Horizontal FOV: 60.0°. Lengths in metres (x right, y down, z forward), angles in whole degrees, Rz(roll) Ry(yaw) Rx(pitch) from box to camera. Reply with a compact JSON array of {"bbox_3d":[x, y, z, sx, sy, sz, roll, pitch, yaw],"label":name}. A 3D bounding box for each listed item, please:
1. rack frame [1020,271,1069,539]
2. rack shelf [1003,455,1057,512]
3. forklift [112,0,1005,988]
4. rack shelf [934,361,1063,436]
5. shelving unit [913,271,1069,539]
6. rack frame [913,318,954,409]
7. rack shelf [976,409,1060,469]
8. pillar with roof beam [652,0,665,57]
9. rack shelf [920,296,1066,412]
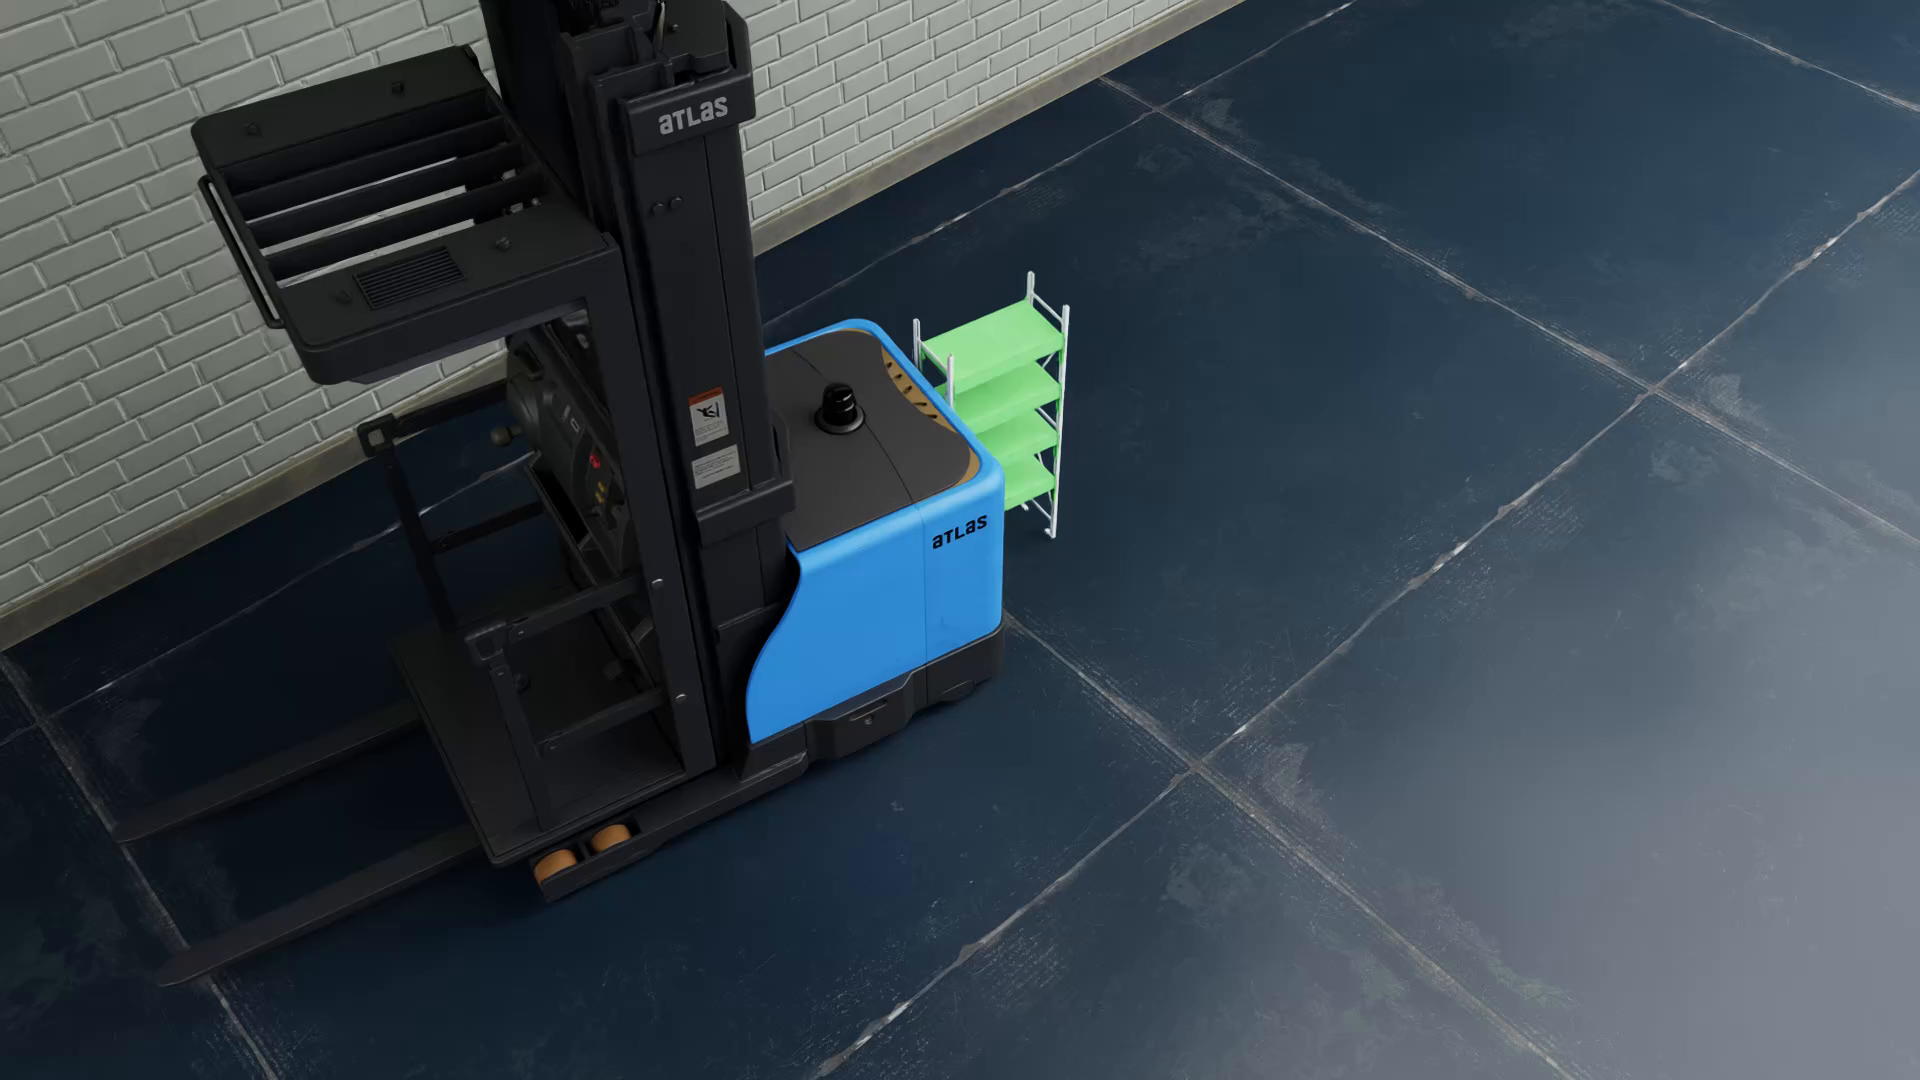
[{"bbox_3d":[0.316,-0.489,6.385,0.015,1.200,0.240,-25,52,-22],"label":"rack frame"},{"bbox_3d":[0.111,-0.185,6.518,0.480,0.148,0.258,-25,52,-22],"label":"rack shelf"},{"bbox_3d":[-1.363,-0.235,4.973,3.031,2.935,1.130,-24,52,-20],"label":"forklift"},{"bbox_3d":[0.111,-0.511,6.165,0.480,0.148,0.258,-25,52,-22],"label":"rack shelf"},{"bbox_3d":[0.111,-0.391,6.295,0.503,1.200,0.258,-25,52,-22],"label":"shelving unit"},{"bbox_3d":[-0.094,-0.294,6.205,0.015,1.200,0.240,-25,52,-22],"label":"rack frame"},{"bbox_3d":[0.111,-0.348,6.342,0.480,0.148,0.258,-25,52,-22],"label":"rack shelf"},{"bbox_3d":[1.512,-1.691,2.188,0.400,9.000,9.100,-34,56,-27],"label":"pillar with roof beam"},{"bbox_3d":[0.111,-0.674,5.989,0.480,0.148,0.258,-25,52,-22],"label":"rack shelf"}]
